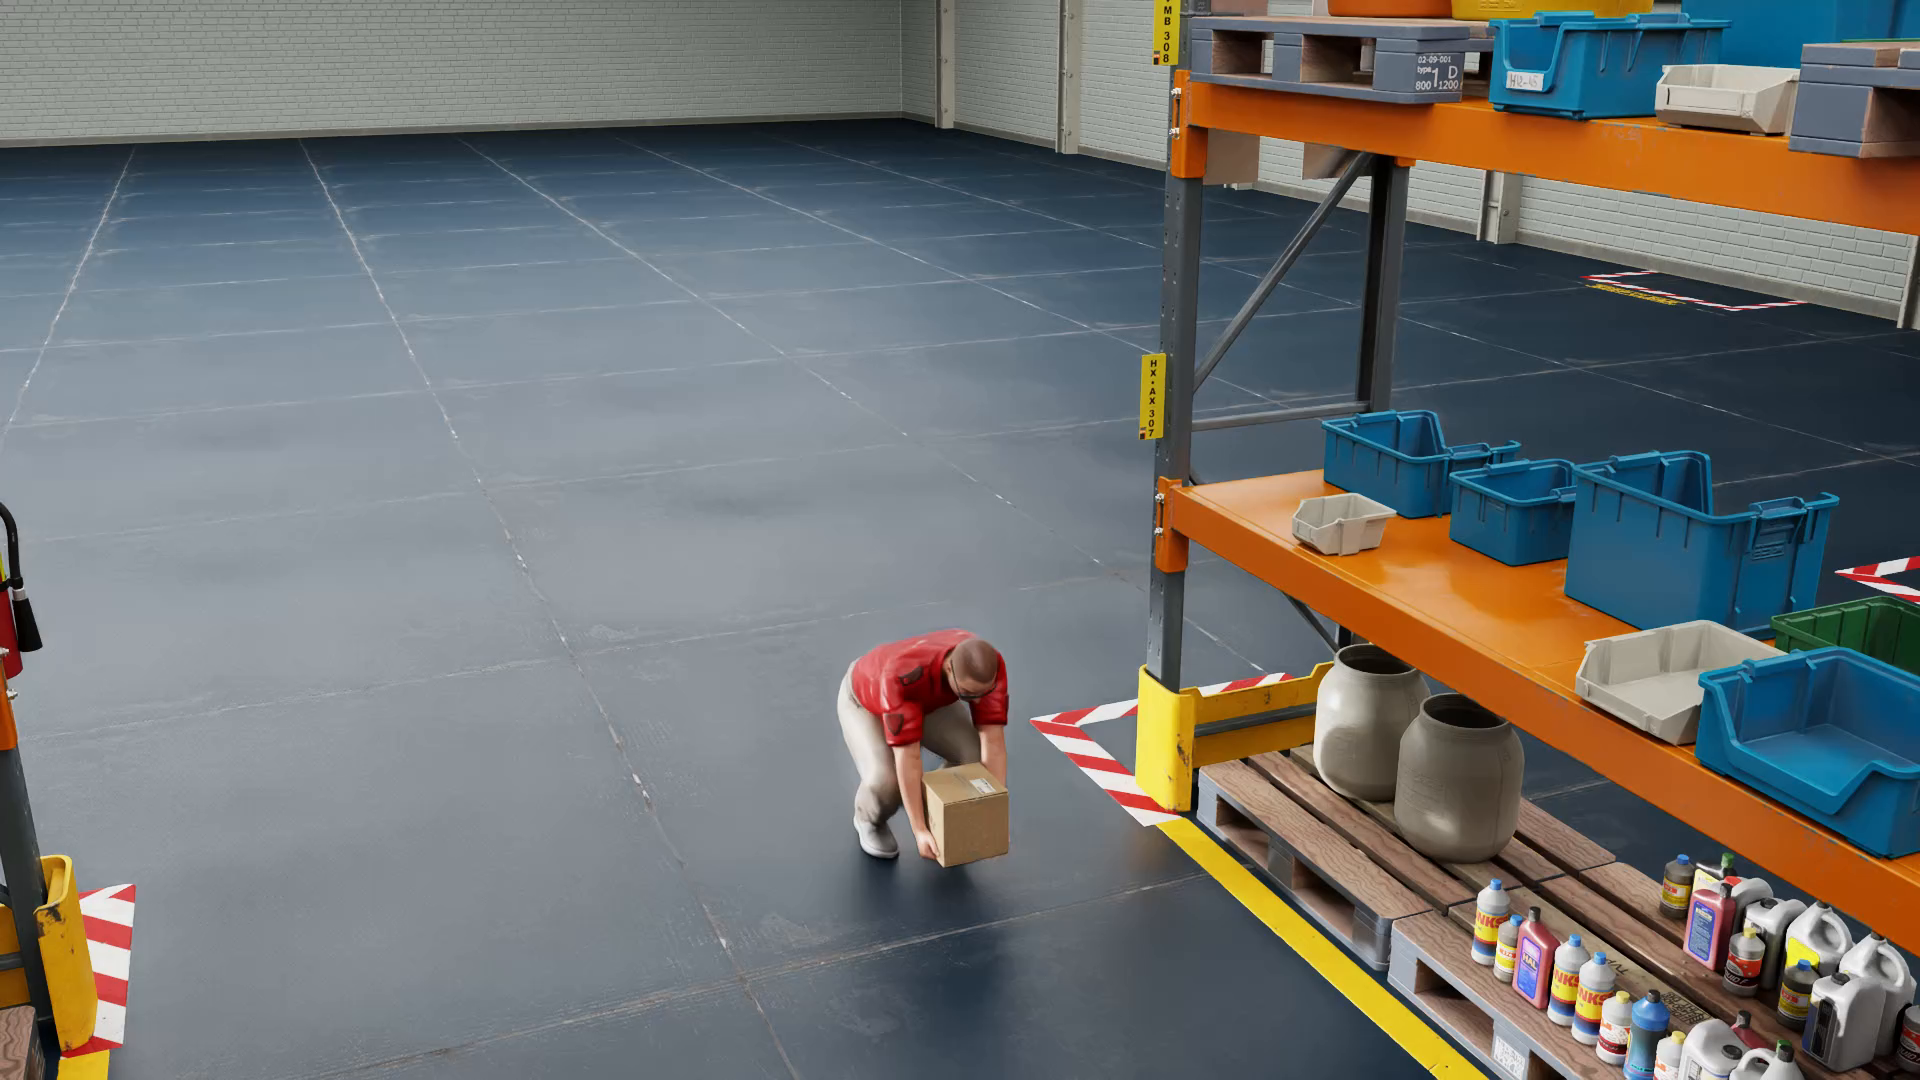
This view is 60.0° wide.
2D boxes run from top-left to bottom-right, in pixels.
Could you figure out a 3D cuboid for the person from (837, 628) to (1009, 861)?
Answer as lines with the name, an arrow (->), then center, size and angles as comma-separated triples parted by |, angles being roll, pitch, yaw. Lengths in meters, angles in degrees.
person -> -0.126, 0.719, 6.146 | 0.529, 0.984, 0.895 | -8, 20, -23
